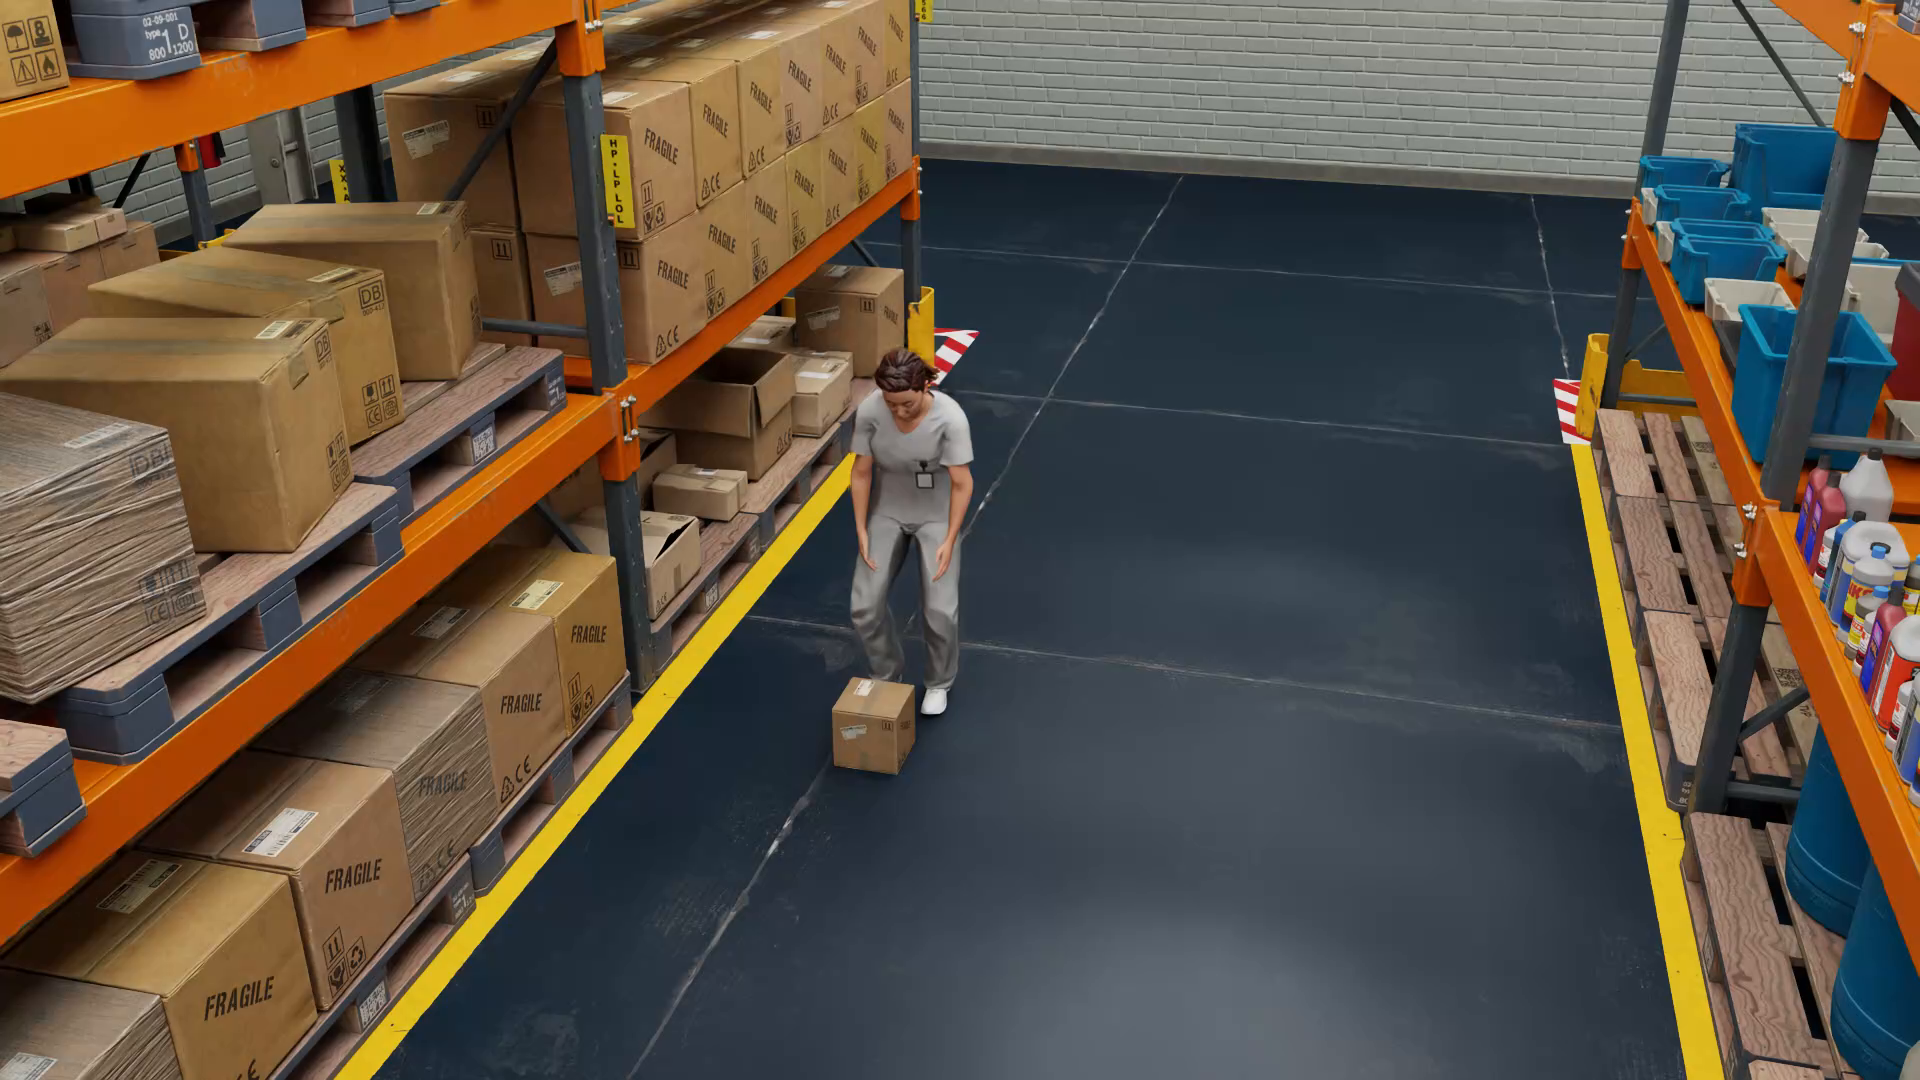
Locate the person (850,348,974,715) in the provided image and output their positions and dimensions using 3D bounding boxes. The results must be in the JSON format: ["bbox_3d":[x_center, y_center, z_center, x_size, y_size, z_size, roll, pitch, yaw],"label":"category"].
[{"bbox_3d":[-0.176,-0.046,6.380,0.480,1.537,0.507,7,26,14],"label":"person"}]
